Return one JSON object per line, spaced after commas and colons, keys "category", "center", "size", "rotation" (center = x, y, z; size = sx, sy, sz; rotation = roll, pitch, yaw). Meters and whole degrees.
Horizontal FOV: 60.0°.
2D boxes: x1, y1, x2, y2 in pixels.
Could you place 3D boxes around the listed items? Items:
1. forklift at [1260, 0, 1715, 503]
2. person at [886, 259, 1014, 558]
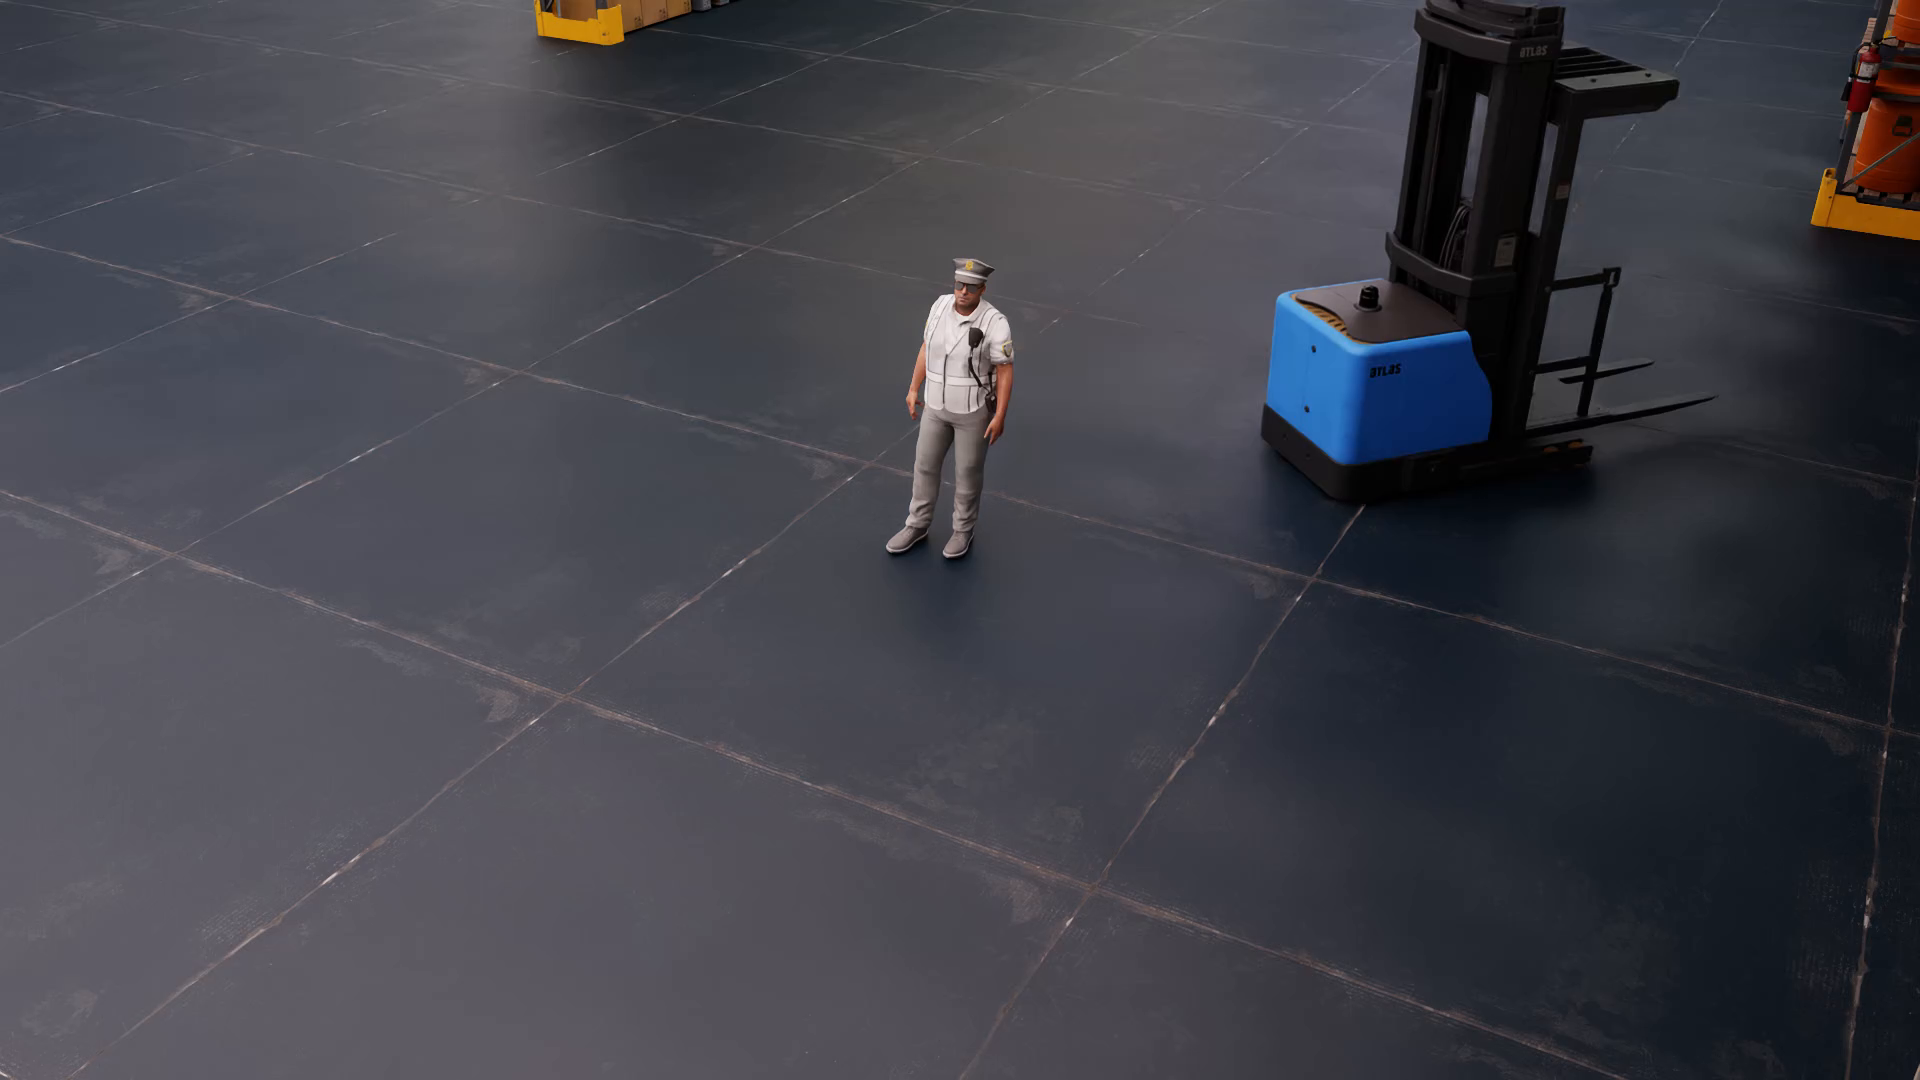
{"category": "forklift", "center": [3.572, -1.944, 10.439], "size": [3.031, 2.935, 1.130], "rotation": [-10, 32, -17]}
{"category": "person", "center": [-0.048, -0.747, 9.499], "size": [0.641, 1.781, 0.574], "rotation": [15, 33, 25]}
